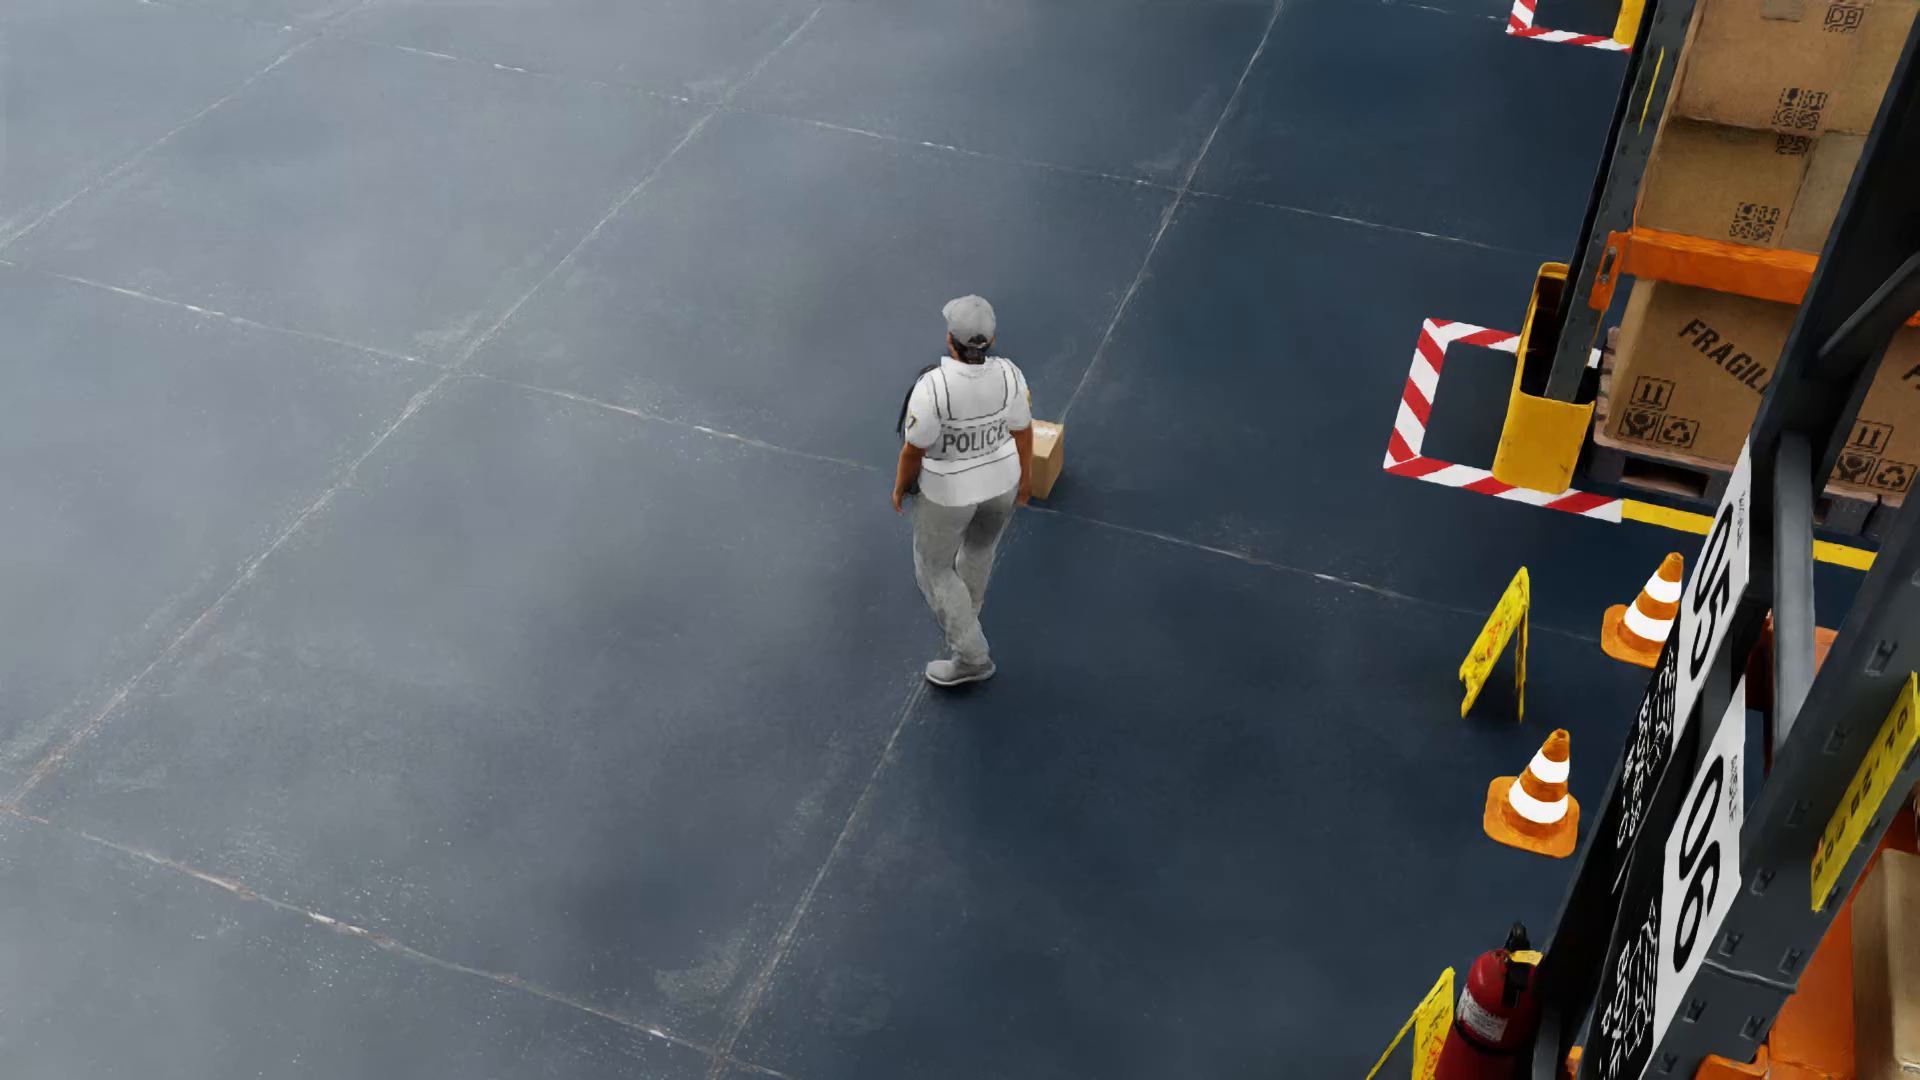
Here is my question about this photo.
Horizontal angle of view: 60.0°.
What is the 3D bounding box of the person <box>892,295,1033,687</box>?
[{"bbox_3d":[0.028,-0.198,6.381,0.532,1.660,0.634,-18,45,-19],"label":"person"}]
